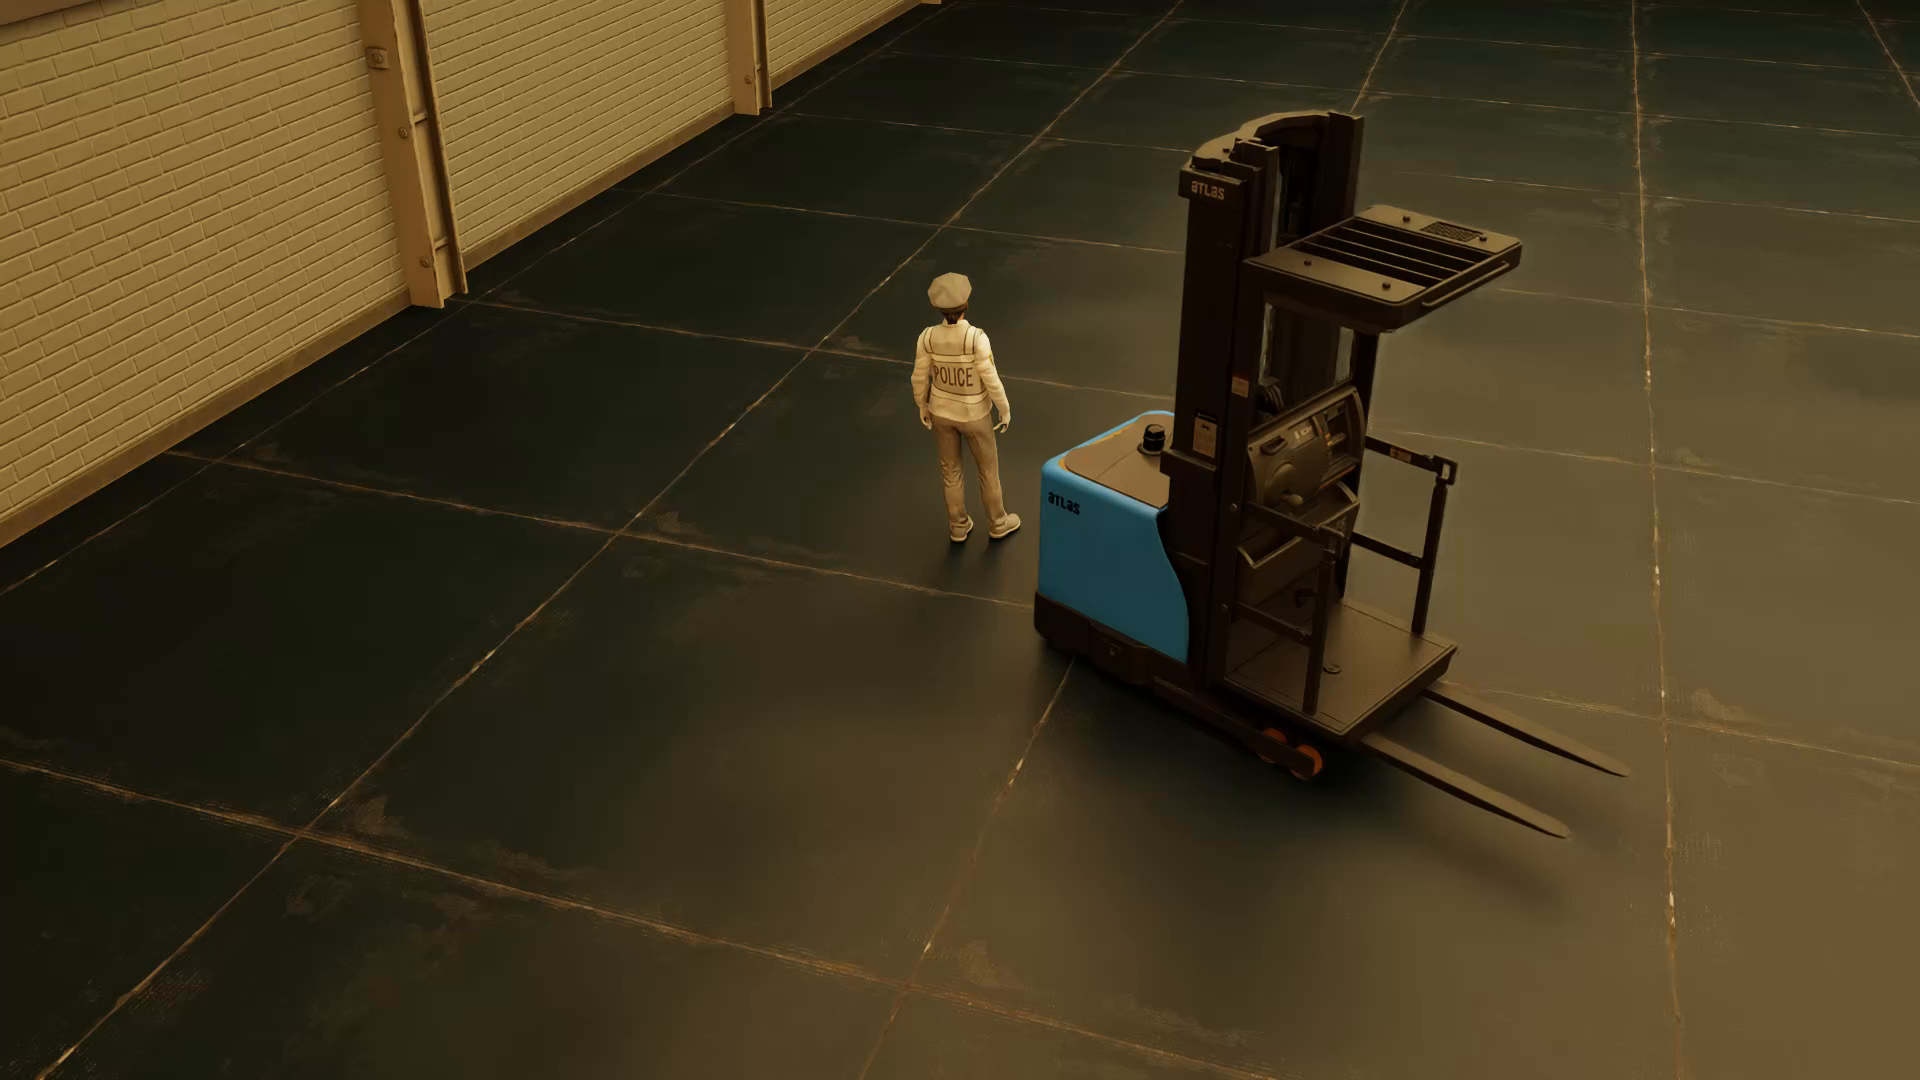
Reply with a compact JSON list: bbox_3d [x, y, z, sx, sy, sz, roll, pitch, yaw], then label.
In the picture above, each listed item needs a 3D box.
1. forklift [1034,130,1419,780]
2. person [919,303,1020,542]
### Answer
[{"bbox_3d":[1.423,-0.564,8.191,1.939,2.867,1.129,26,38,37],"label":"forklift"},{"bbox_3d":[0.042,-0.760,9.747,0.568,1.651,0.501,10,31,16],"label":"person"}]
